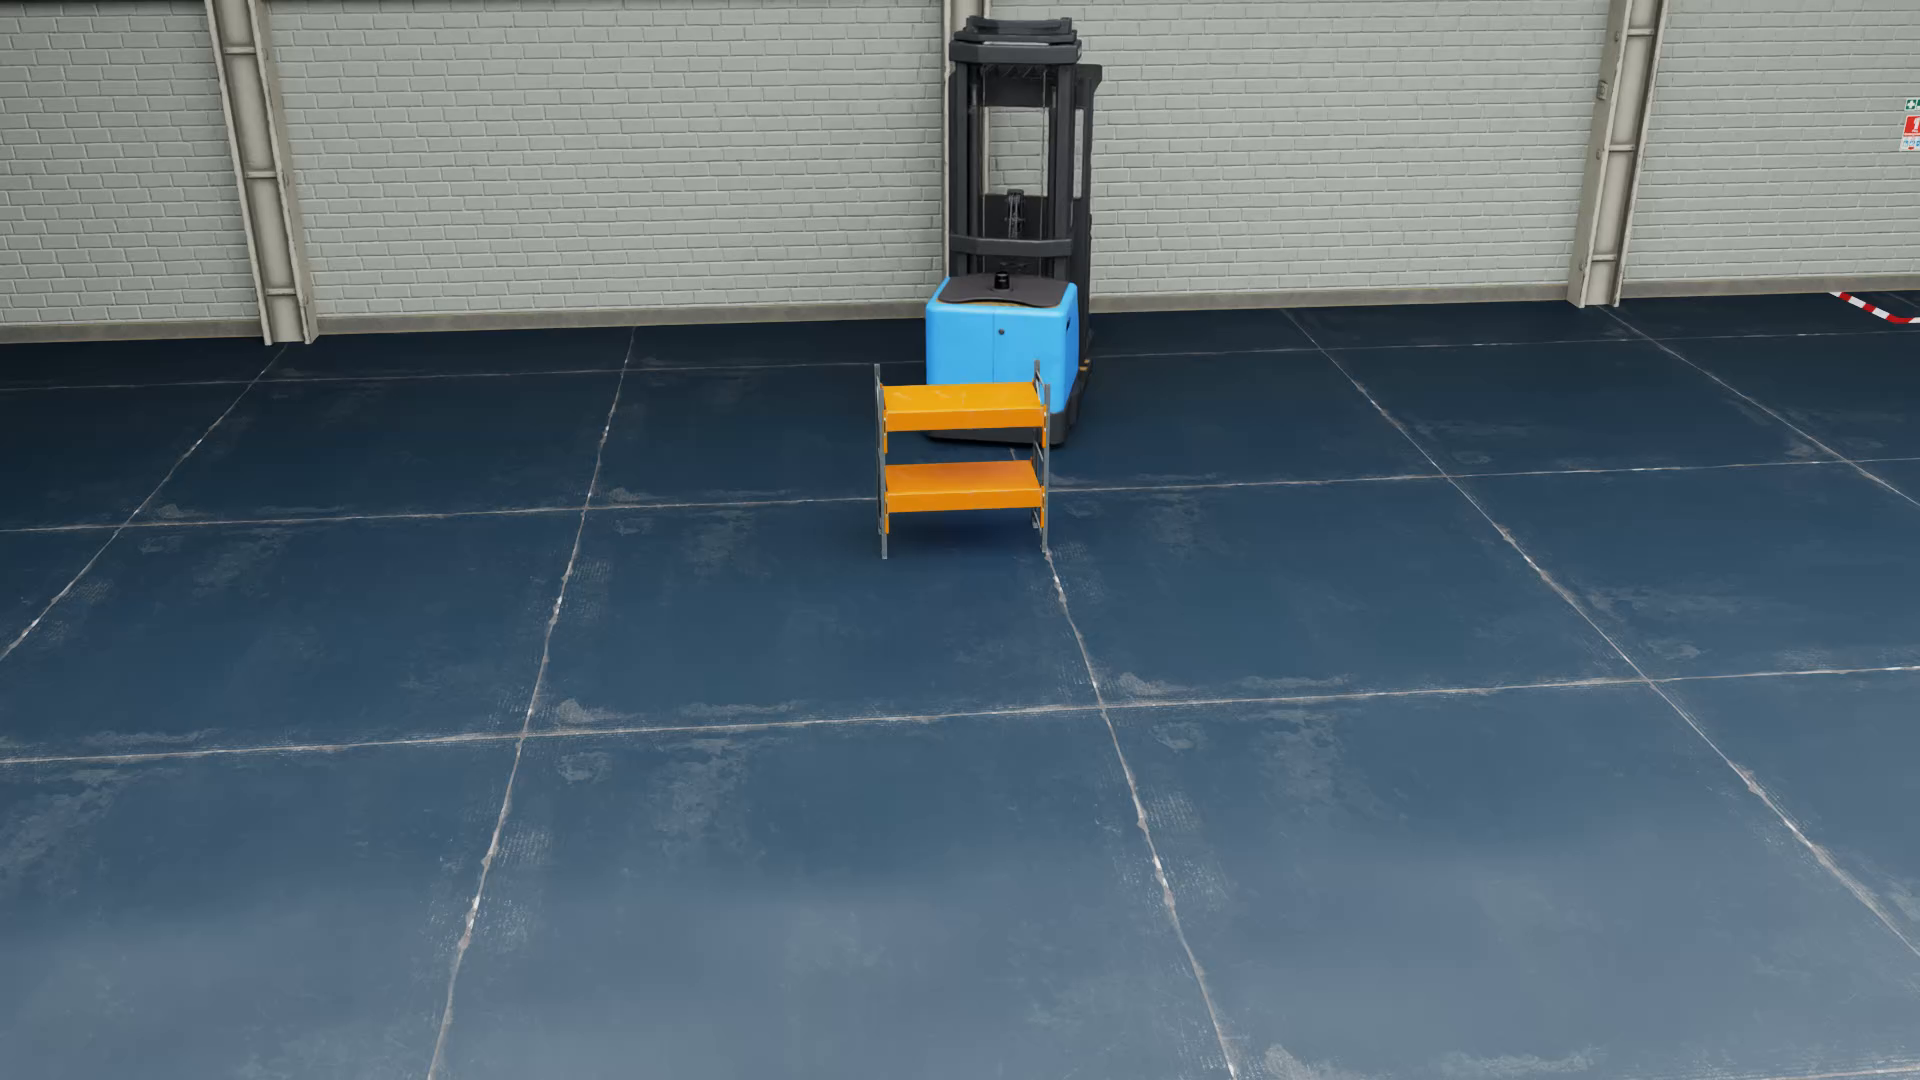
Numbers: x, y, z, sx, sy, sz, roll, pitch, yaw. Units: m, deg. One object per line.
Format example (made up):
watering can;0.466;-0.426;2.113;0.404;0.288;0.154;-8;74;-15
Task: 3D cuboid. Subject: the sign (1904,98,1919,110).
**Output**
sign;8.970;-4.062;15.500;0.331;0.109;0.001;-2;24;-5

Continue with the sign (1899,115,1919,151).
sign;8.965;-3.823;15.615;0.234;0.329;0.001;-2;24;-5

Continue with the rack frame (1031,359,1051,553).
rack frame;0.513;-0.535;10.568;0.032;1.125;0.500;-2;24;-5

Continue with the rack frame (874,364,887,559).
rack frame;-0.499;-0.494;10.476;0.032;1.125;0.500;-2;24;-5

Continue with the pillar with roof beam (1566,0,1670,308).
pillar with roof beam;6.441;-4.632;10.093;0.400;9.000;9.100;-2;24;-5

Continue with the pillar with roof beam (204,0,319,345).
pillar with roof beam;-5.501;-4.153;9.015;0.400;9.000;9.100;-2;24;-5

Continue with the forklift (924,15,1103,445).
forklift;0.497;-2.605;13.002;1.130;2.935;3.031;4;24;9

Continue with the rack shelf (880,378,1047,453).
rack shelf;0.007;-0.782;10.403;1.000;0.278;0.538;-2;24;-5

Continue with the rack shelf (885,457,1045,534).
rack shelf;0.007;-0.291;10.621;1.000;0.278;0.538;-2;24;-5

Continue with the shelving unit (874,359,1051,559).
shelving unit;0.007;-0.514;10.522;1.048;1.125;0.538;-2;24;-5

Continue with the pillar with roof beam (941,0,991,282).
pillar with roof beam;0.470;-4.393;9.554;0.400;9.000;9.100;-2;24;-5
